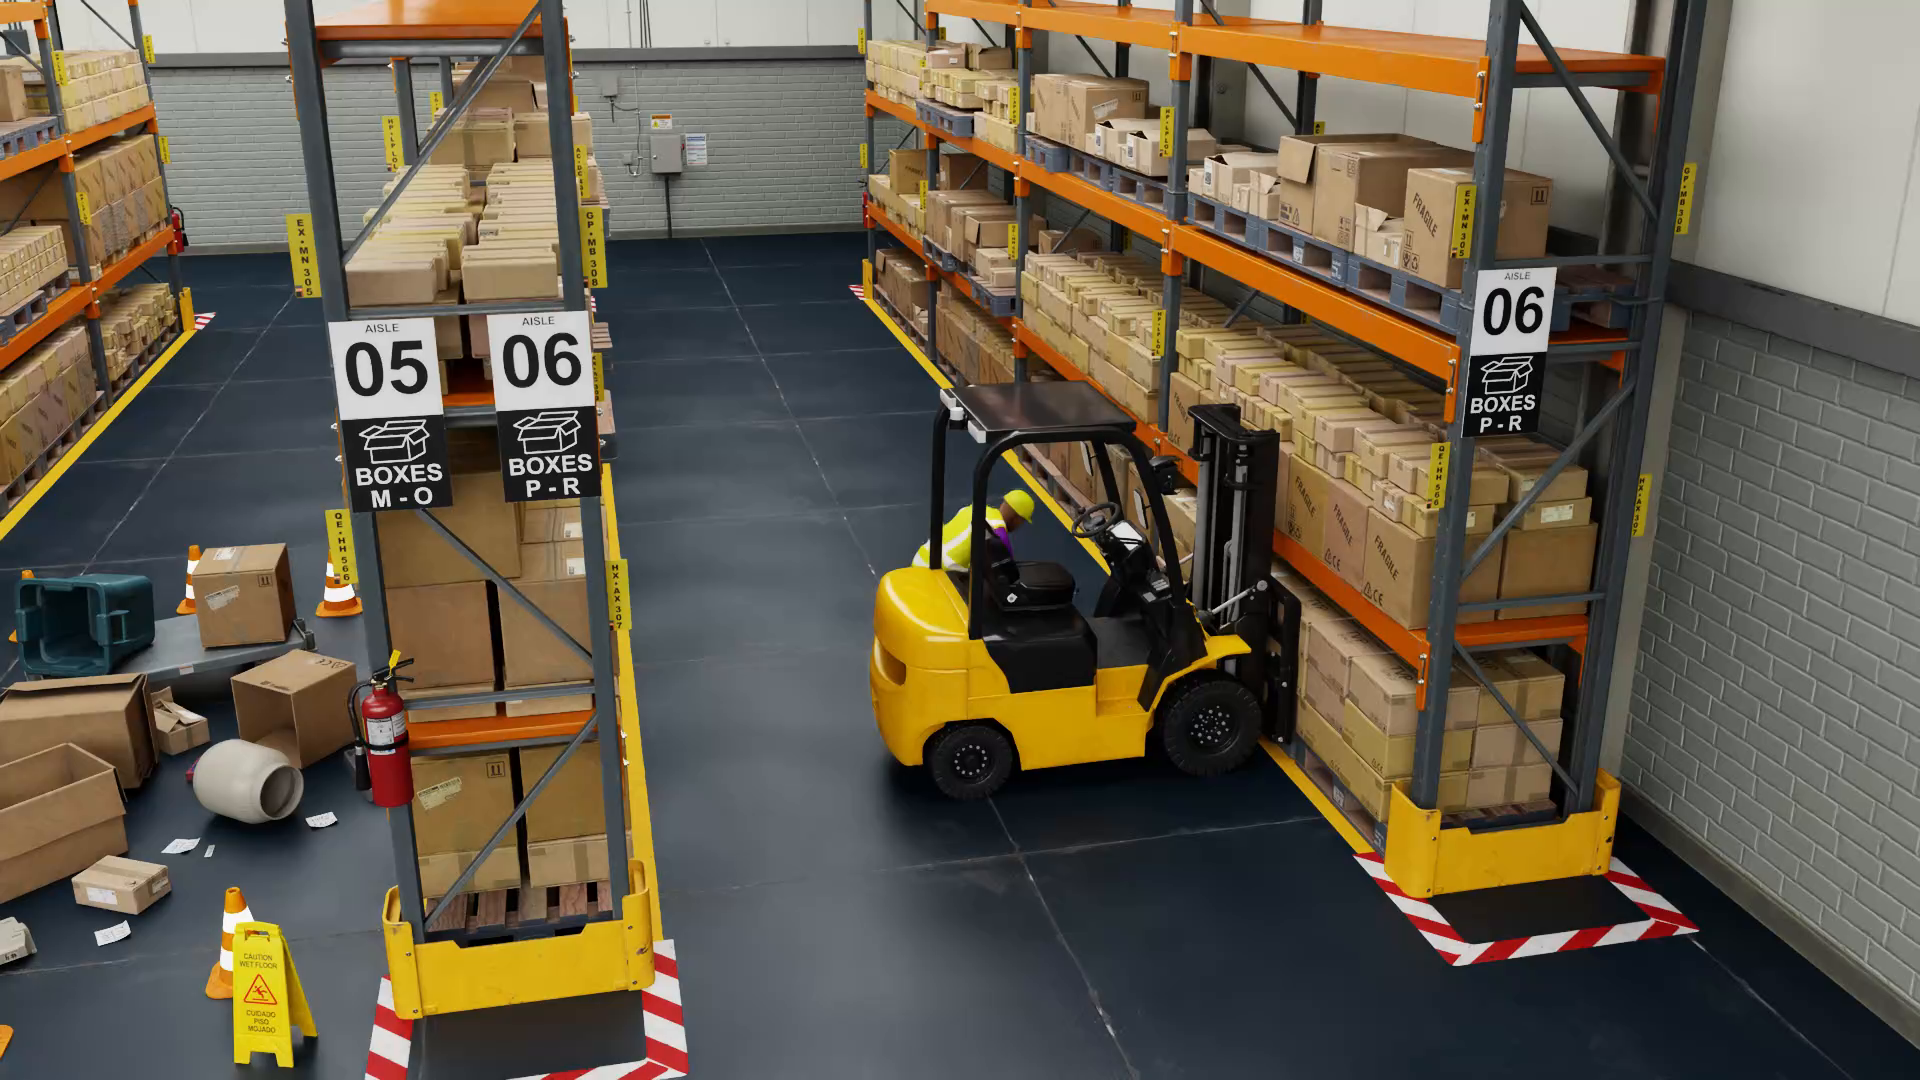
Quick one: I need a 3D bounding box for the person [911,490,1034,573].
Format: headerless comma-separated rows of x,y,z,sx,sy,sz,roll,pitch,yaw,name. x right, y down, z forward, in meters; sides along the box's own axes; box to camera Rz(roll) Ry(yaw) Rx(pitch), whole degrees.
0.093,0.213,11.419,0.860,1.112,0.603,-5,20,-13,person
